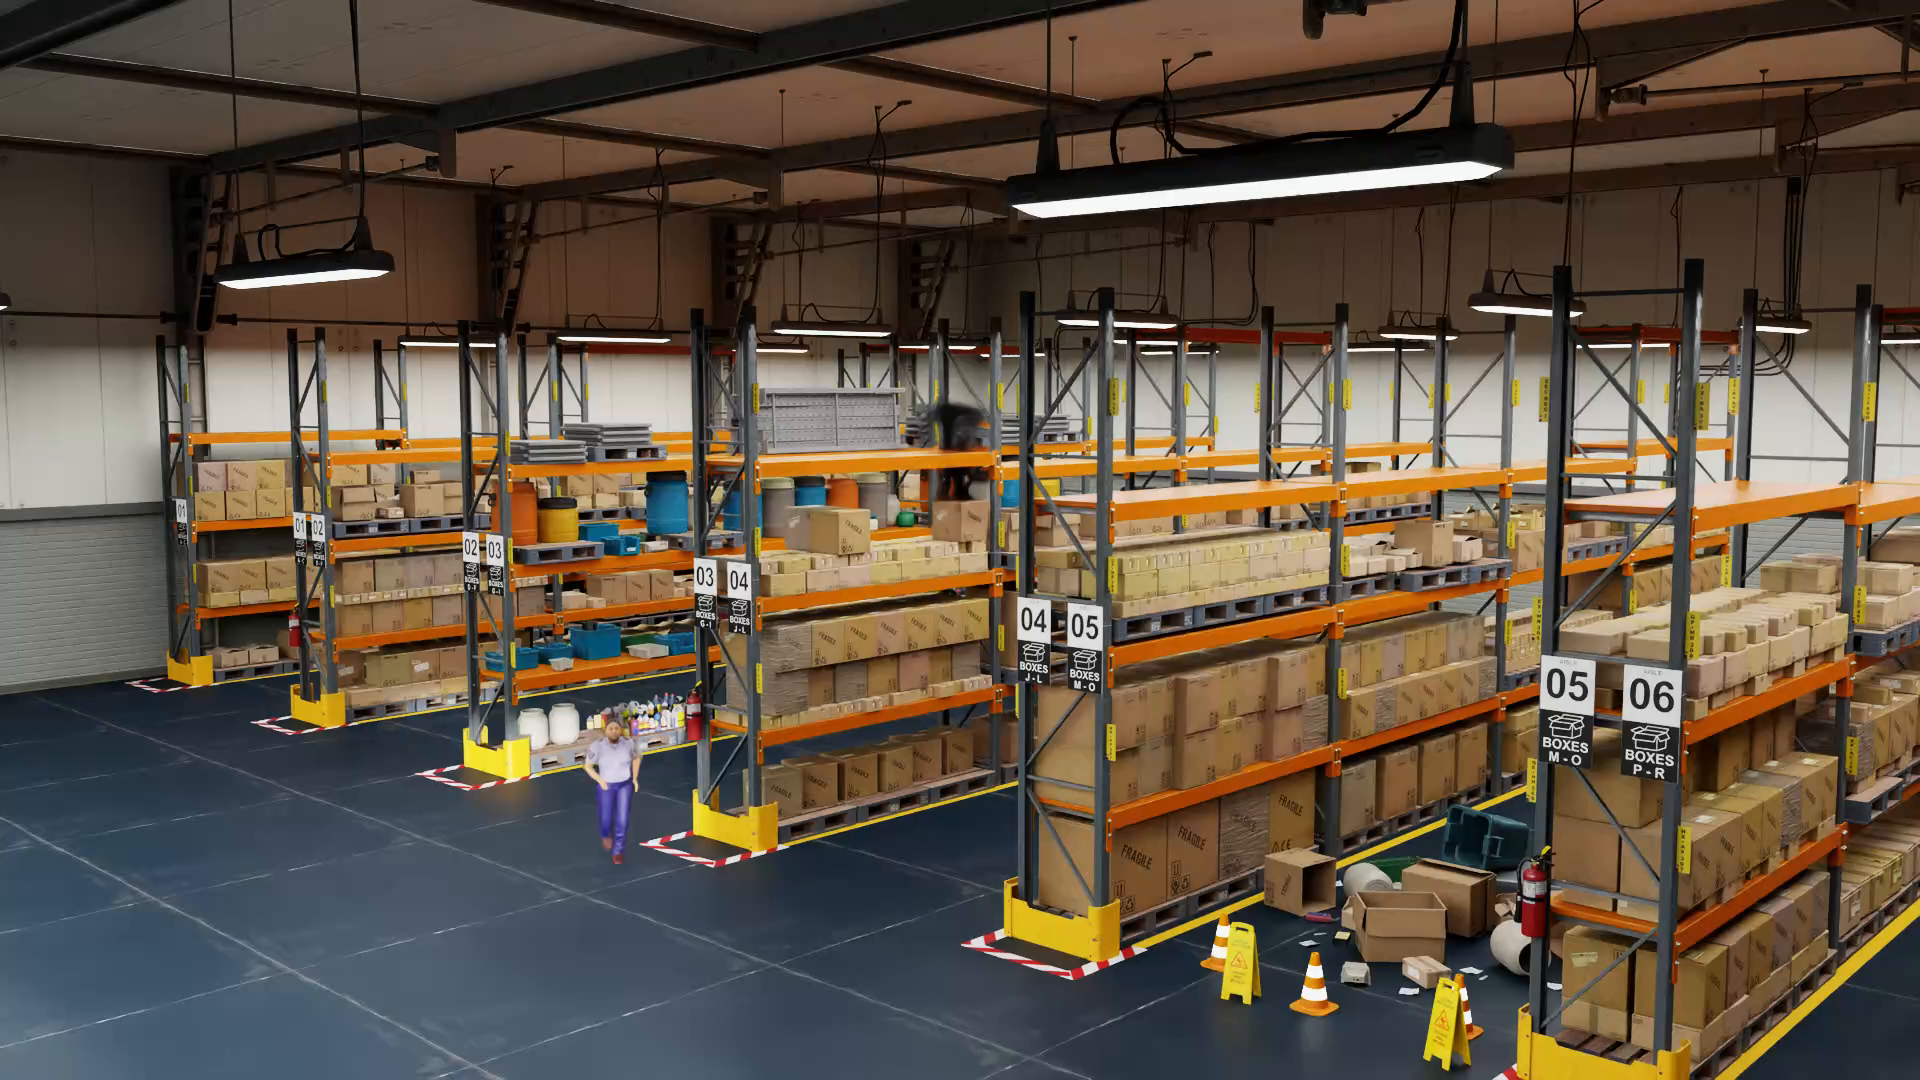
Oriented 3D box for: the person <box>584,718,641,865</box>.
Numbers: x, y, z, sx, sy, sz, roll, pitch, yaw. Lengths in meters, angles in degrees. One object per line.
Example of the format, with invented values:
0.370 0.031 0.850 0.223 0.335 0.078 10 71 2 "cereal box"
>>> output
-3.768 2.699 18.057 0.604 1.587 0.717 -1 6 -14 "person"
